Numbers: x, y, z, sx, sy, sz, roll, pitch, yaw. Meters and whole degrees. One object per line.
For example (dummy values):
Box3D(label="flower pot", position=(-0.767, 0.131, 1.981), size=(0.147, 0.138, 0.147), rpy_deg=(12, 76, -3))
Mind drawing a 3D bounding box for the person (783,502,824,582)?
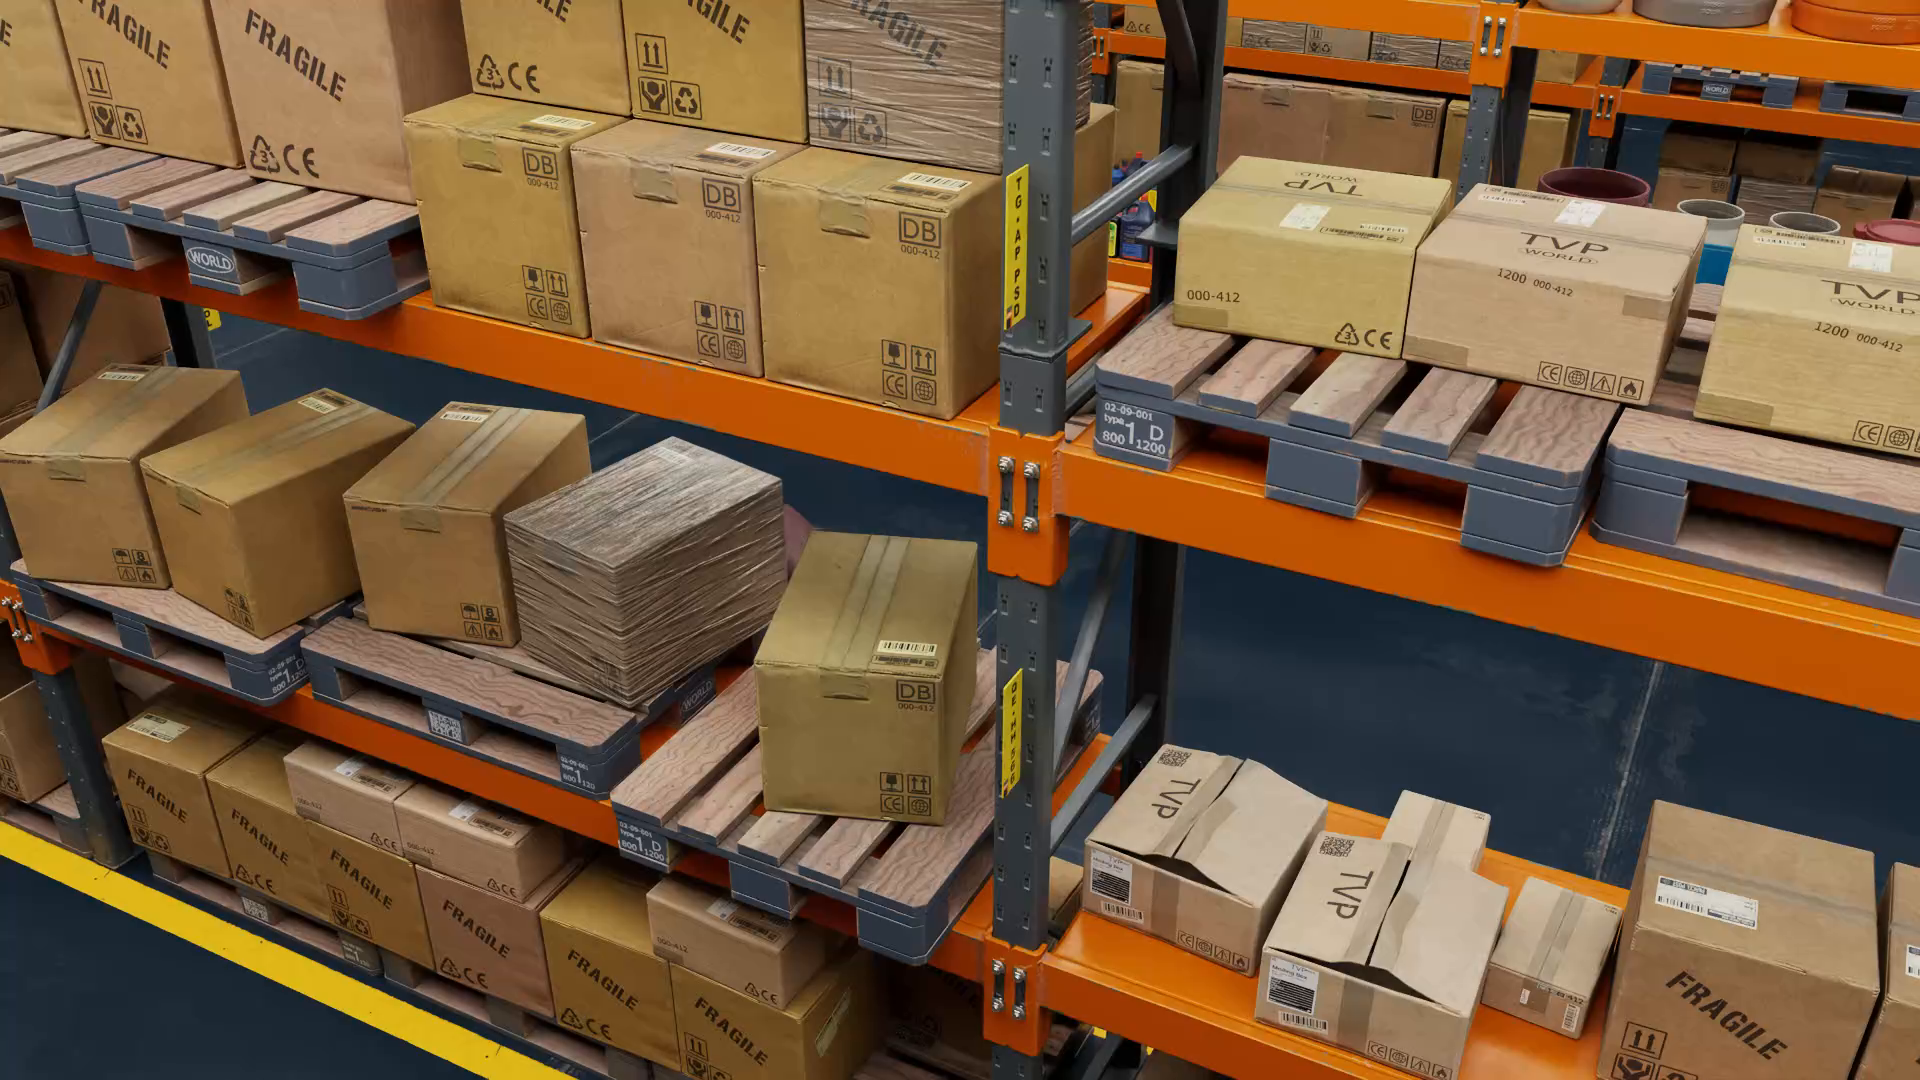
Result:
Box3D(label="person", position=(-0.835, 0.241, 7.517), size=(0.936, 0.996, 0.577), rpy_deg=(13, 32, 22))
